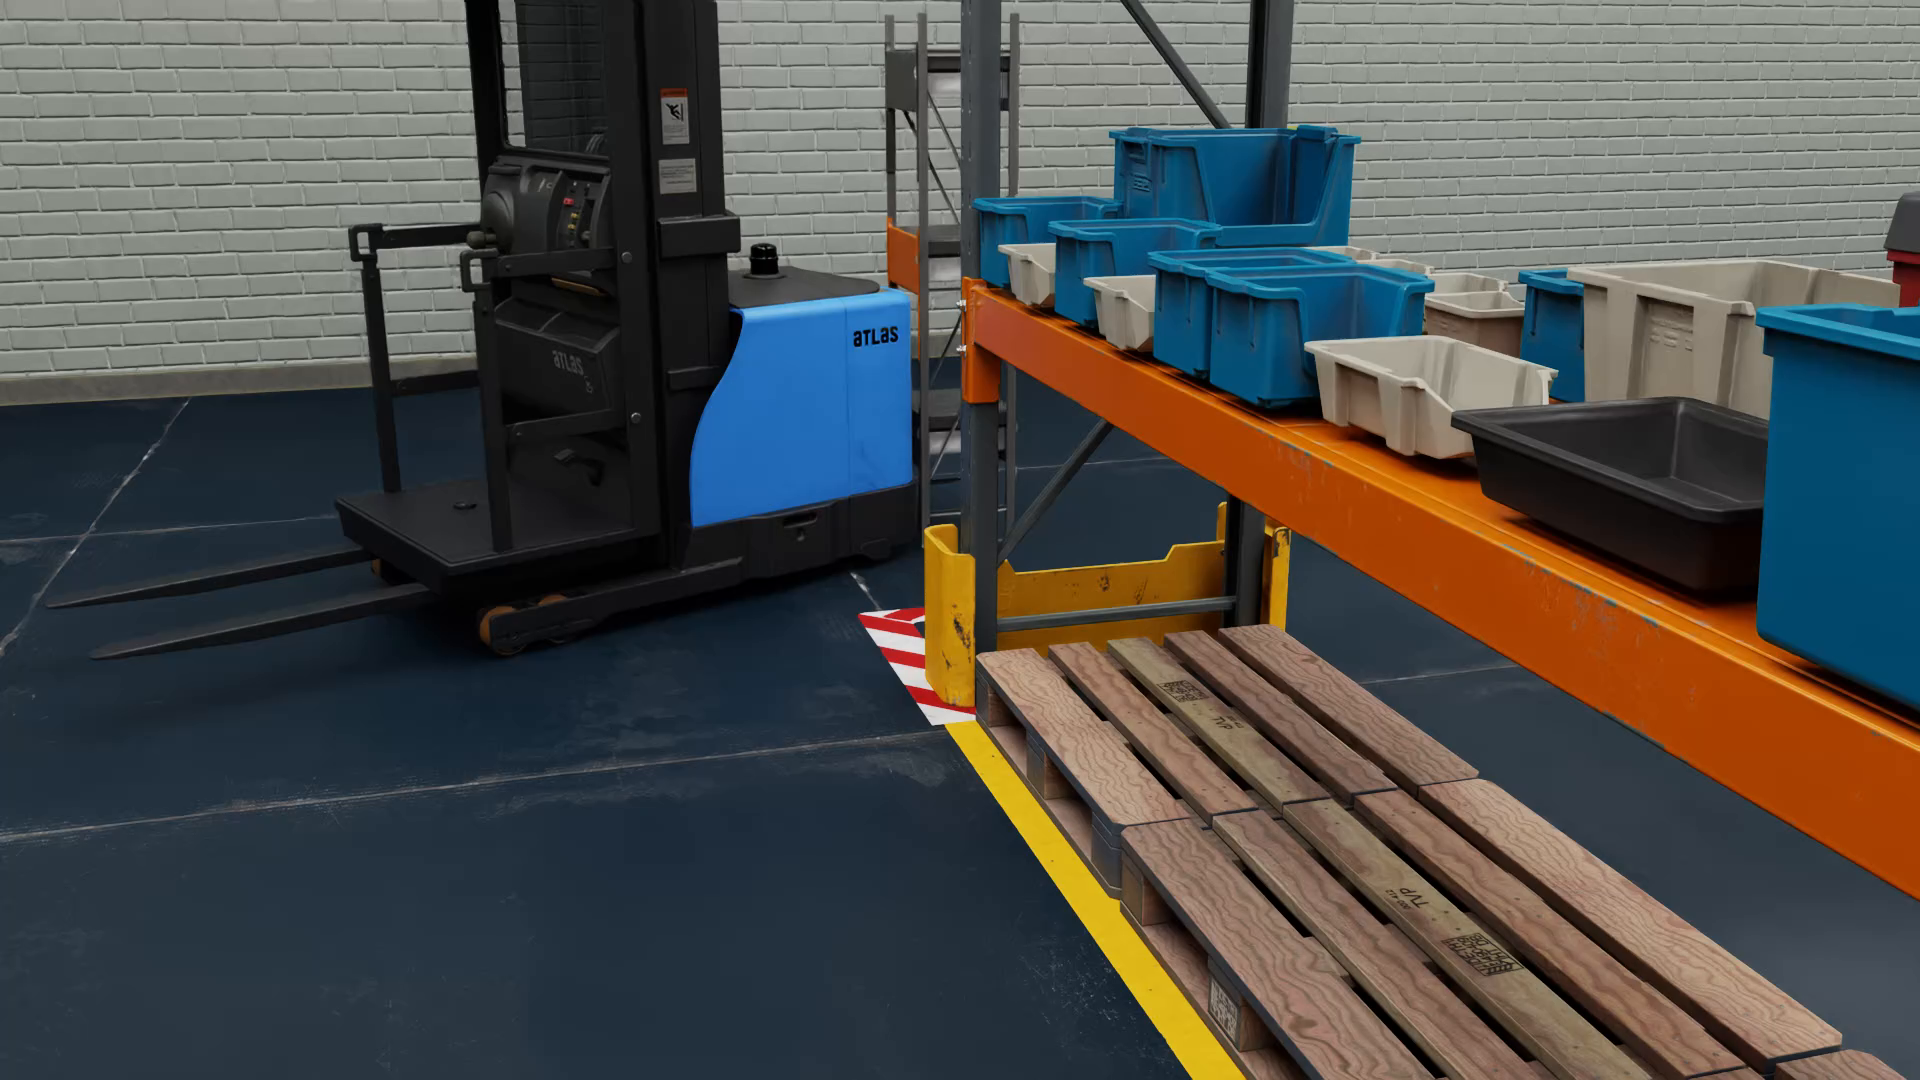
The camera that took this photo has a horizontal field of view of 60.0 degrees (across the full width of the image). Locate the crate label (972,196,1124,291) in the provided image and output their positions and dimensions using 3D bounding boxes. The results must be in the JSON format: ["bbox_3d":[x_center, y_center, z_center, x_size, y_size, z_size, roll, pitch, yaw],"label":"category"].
[{"bbox_3d":[0.250,-0.849,4.750,0.416,0.233,0.303,-5,17,-15],"label":"crate label"}]

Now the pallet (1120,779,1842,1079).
[{"bbox_3d":[1.020,0.909,3.559,1.003,0.211,1.213,-5,17,-15],"label":"pallet"}]

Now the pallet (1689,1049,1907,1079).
[{"bbox_3d":[1.359,1.247,2.434,1.003,0.211,1.213,-5,17,-15],"label":"pallet"}]

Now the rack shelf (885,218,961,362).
[{"bbox_3d":[-0.038,-1.041,6.814,0.431,0.518,0.480,-5,17,-16],"label":"rack shelf"}]

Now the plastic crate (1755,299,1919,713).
[{"bbox_3d":[1.142,-0.011,1.699,0.392,0.384,0.575,-5,17,-15],"label":"plastic crate"}]

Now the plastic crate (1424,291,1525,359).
[{"bbox_3d":[1.162,-0.449,3.587,0.298,0.136,0.250,-5,17,-15],"label":"plastic crate"}]

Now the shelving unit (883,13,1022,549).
[{"bbox_3d":[-0.038,-1.054,6.810,0.431,2.100,0.503,-5,17,-16],"label":"shelving unit"}]

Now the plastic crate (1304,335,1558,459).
[{"bbox_3d":[0.831,-0.248,2.919,0.293,0.136,0.466,-5,17,-15],"label":"plastic crate"}]

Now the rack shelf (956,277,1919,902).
[{"bbox_3d":[1.048,-0.097,3.311,1.077,0.370,4.000,-5,17,-15],"label":"rack shelf"}]

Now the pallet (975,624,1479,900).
[{"bbox_3d":[0.688,0.572,4.681,1.003,0.211,1.213,-5,17,-15],"label":"pallet"}]

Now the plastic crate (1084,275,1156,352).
[{"bbox_3d":[0.445,-0.520,3.823,0.250,0.136,0.298,-5,17,-15],"label":"plastic crate"}]

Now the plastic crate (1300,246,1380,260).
[{"bbox_3d":[0.897,-0.686,4.375,0.396,0.136,0.243,-5,17,-15],"label":"plastic crate"}]

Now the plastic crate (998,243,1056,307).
[{"bbox_3d":[0.259,-0.707,4.447,0.250,0.136,0.298,-5,17,-15],"label":"plastic crate"}]

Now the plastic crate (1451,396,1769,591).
[{"bbox_3d":[1.032,-0.073,2.357,0.437,0.125,0.590,-5,17,-15],"label":"plastic crate"}]

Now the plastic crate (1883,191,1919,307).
[{"bbox_3d":[1.594,-0.214,2.236,0.402,0.464,0.583,-5,17,-15],"label":"plastic crate"}]

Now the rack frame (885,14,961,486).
[{"bbox_3d":[-0.109,-1.121,7.034,0.400,2.100,0.015,-5,17,-16],"label":"rack frame"}]

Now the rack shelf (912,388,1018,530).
[{"bbox_3d":[-0.038,-0.371,7.016,0.431,0.518,0.480,-5,17,-16],"label":"rack shelf"}]

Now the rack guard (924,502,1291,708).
[{"bbox_3d":[0.480,0.197,5.427,1.175,0.500,0.348,-5,17,-15],"label":"rack guard"}]

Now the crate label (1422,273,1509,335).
[{"bbox_3d":[1.063,-0.529,3.854,0.396,0.136,0.243,-5,17,-15],"label":"crate label"}]

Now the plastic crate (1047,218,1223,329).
[{"bbox_3d":[0.431,-0.667,4.144,0.416,0.233,0.300,-5,17,-15],"label":"plastic crate"}]

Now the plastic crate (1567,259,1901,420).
[{"bbox_3d":[1.356,-0.297,2.829,0.437,0.282,0.530,-5,17,-15],"label":"plastic crate"}]

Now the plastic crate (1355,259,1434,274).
[{"bbox_3d":[0.963,-0.604,4.104,0.396,0.136,0.243,-5,17,-15],"label":"plastic crate"}]

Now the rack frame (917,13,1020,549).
[{"bbox_3d":[0.033,-0.987,6.587,0.400,2.100,0.015,-5,17,-16],"label":"rack frame"}]

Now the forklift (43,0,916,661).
[{"bbox_3d":[-1.639,-1.182,5.793,3.031,2.935,1.130,-13,21,-37],"label":"forklift"}]

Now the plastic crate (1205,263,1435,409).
[{"bbox_3d":[0.694,-0.402,3.262,0.416,0.233,0.300,-5,17,-15],"label":"plastic crate"}]

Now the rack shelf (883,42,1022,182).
[{"bbox_3d":[-0.038,-1.711,6.613,0.431,0.518,0.480,-5,17,-16],"label":"rack shelf"}]

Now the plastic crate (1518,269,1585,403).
[{"bbox_3d":[1.310,-0.395,3.241,0.416,0.233,0.300,-5,17,-15],"label":"plastic crate"}]

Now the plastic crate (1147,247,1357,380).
[{"bbox_3d":[0.612,-0.485,3.538,0.416,0.233,0.300,-5,17,-15],"label":"plastic crate"}]

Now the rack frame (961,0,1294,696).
[{"bbox_3d":[0.499,-0.995,5.049,1.000,3.000,0.127,-5,17,-15],"label":"rack frame"}]

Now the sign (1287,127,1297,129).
[{"bbox_3d":[1.023,-1.121,5.185,0.100,0.325,0.005,-5,17,-15],"label":"sign"}]

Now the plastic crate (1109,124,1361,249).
[{"bbox_3d":[0.770,-0.962,4.776,0.616,0.435,0.499,-5,17,-15],"label":"plastic crate"}]
